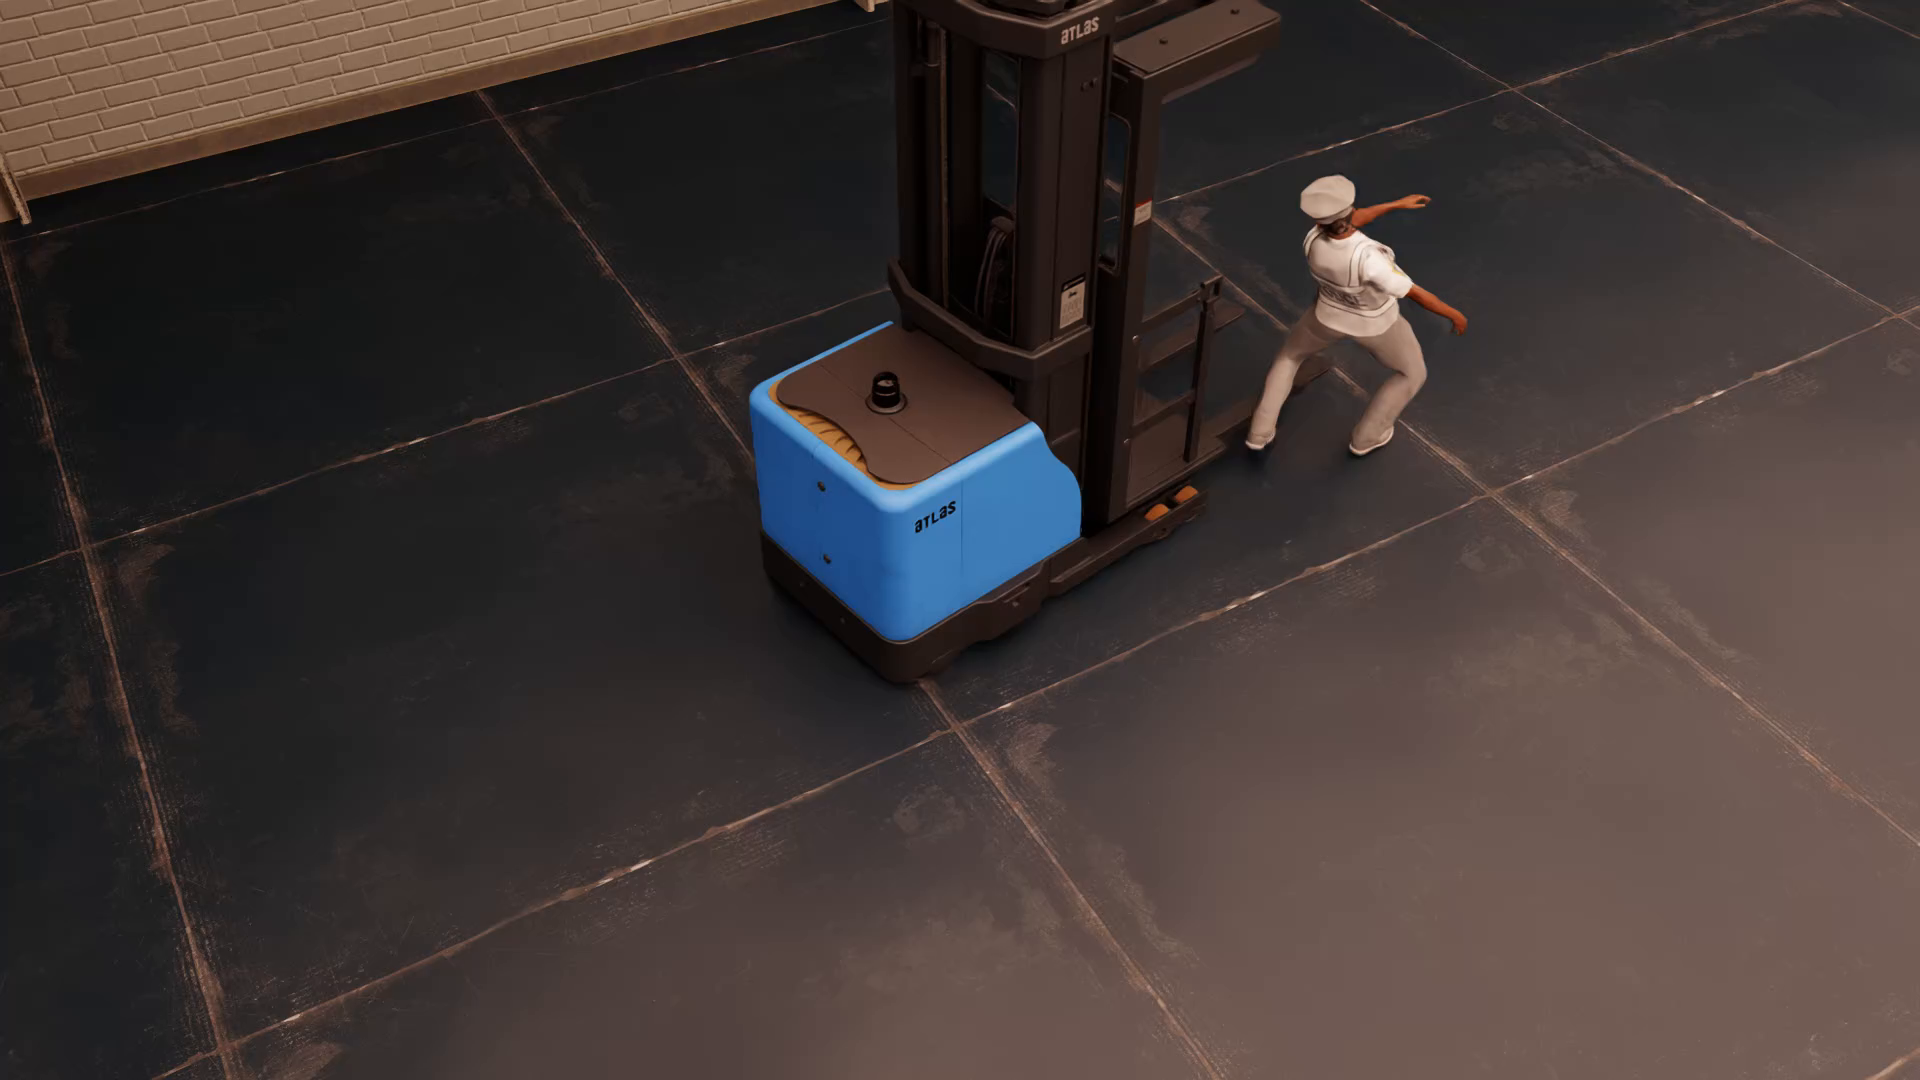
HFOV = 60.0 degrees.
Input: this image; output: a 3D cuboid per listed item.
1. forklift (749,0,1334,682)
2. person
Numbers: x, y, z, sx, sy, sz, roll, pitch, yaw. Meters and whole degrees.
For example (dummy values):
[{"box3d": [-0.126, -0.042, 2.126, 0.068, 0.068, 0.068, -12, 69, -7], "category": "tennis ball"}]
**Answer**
[{"box3d": [0.547, -1.324, 7.126, 3.031, 2.935, 1.130, -30, 51, -28], "category": "forklift"}, {"box3d": [1.944, -1.049, 7.851, 0.871, 1.492, 0.800, 22, 47, 22], "category": "person"}]
